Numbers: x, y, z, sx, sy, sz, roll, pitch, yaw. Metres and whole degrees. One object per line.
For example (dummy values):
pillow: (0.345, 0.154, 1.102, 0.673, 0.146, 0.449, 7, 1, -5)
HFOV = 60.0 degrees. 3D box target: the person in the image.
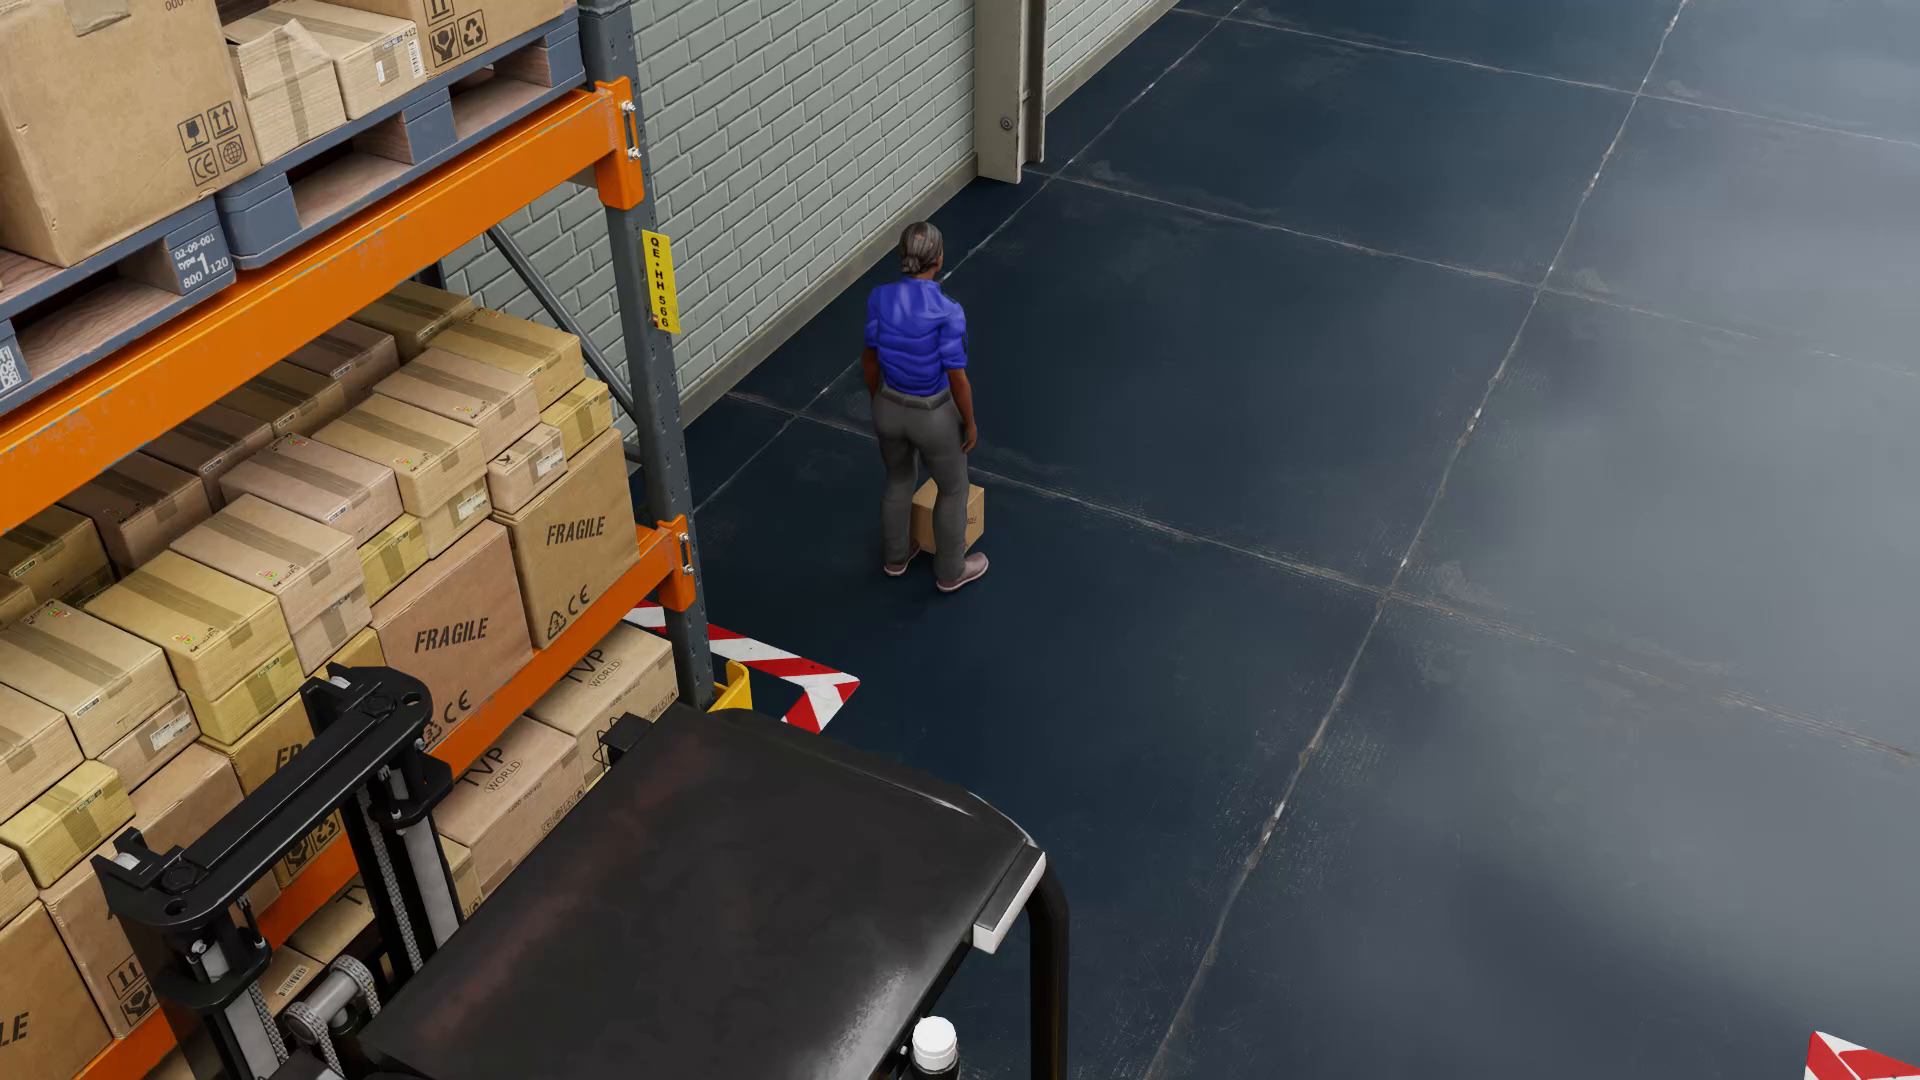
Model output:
person: (-0.155, -0.520, 6.818, 0.503, 1.654, 0.349, 18, 41, 21)
